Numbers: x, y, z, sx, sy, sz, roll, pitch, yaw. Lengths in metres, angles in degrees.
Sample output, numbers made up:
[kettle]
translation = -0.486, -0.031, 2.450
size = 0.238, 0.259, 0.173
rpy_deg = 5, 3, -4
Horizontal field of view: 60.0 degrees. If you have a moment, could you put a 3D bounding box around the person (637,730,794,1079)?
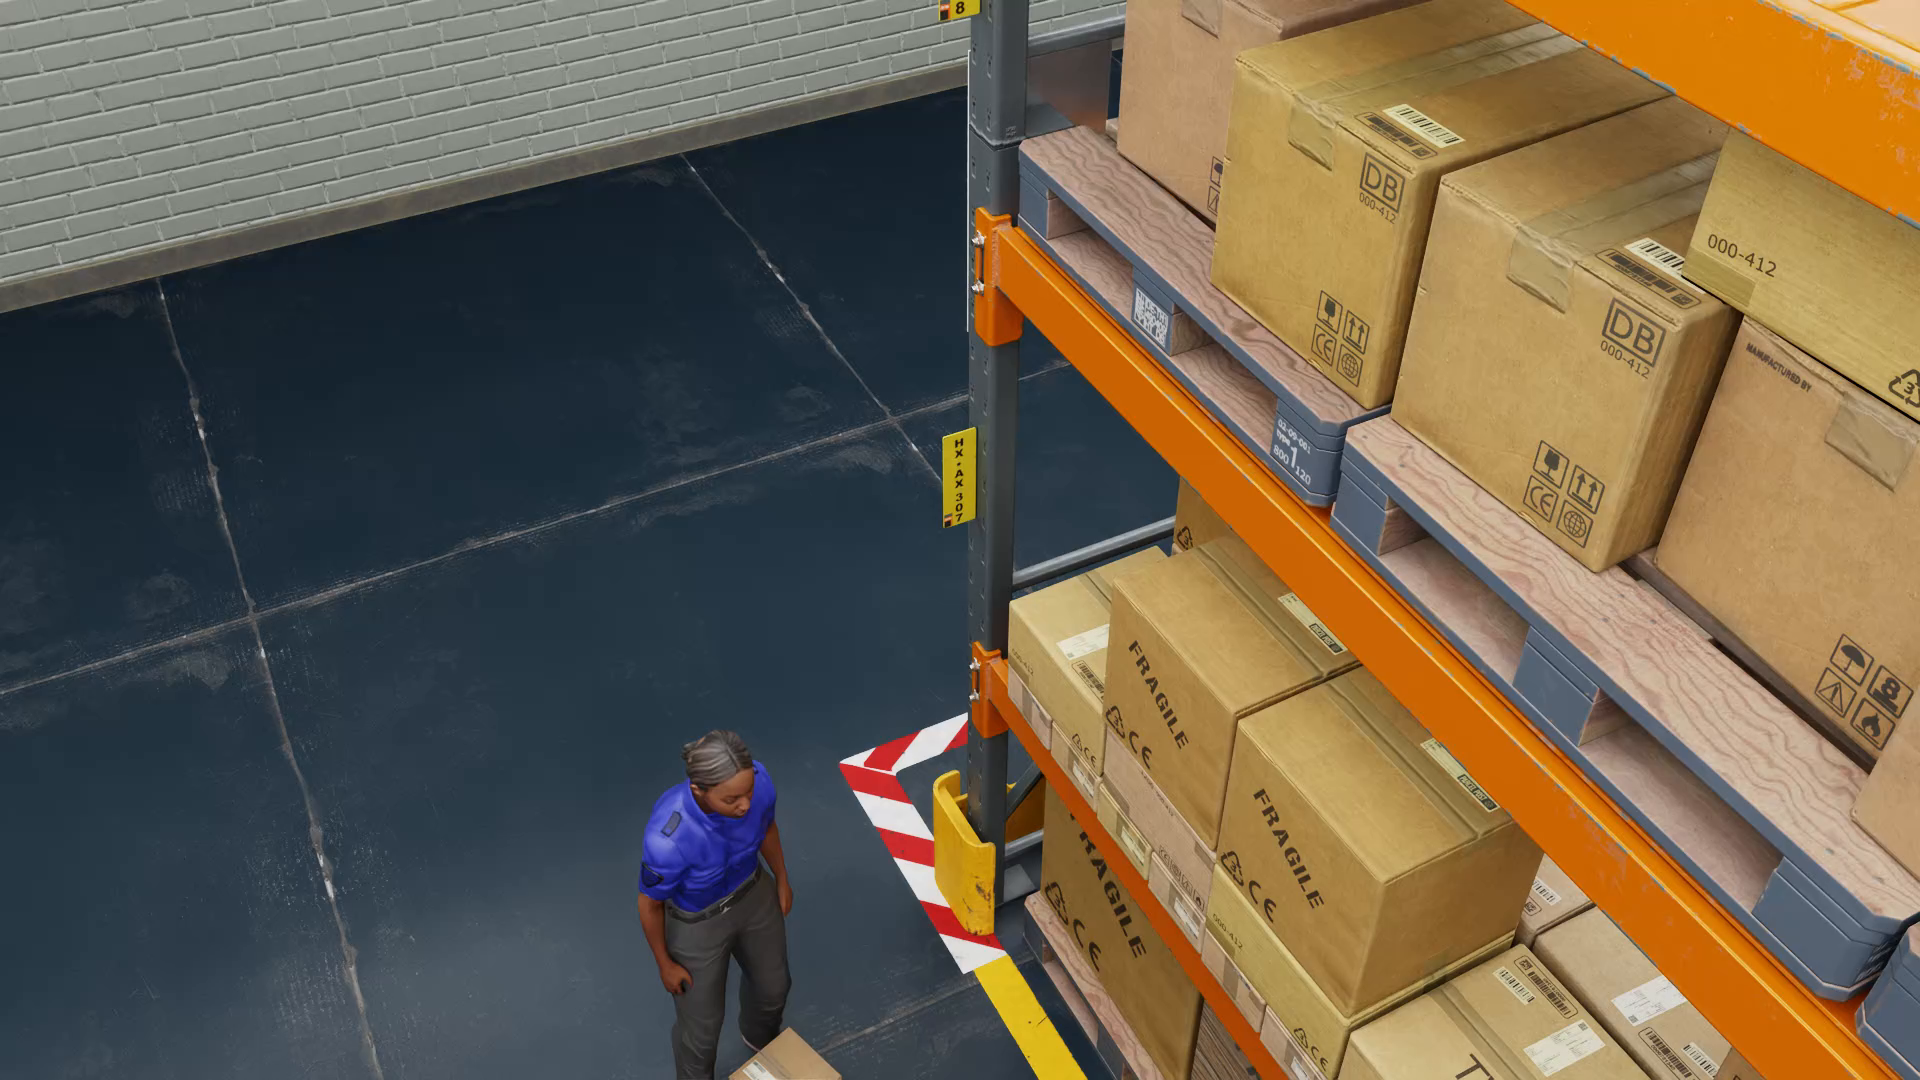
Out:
[person]
translation = -0.702, 1.127, 4.891
size = 0.520, 1.653, 0.349
rpy_deg = -33, 51, -31
